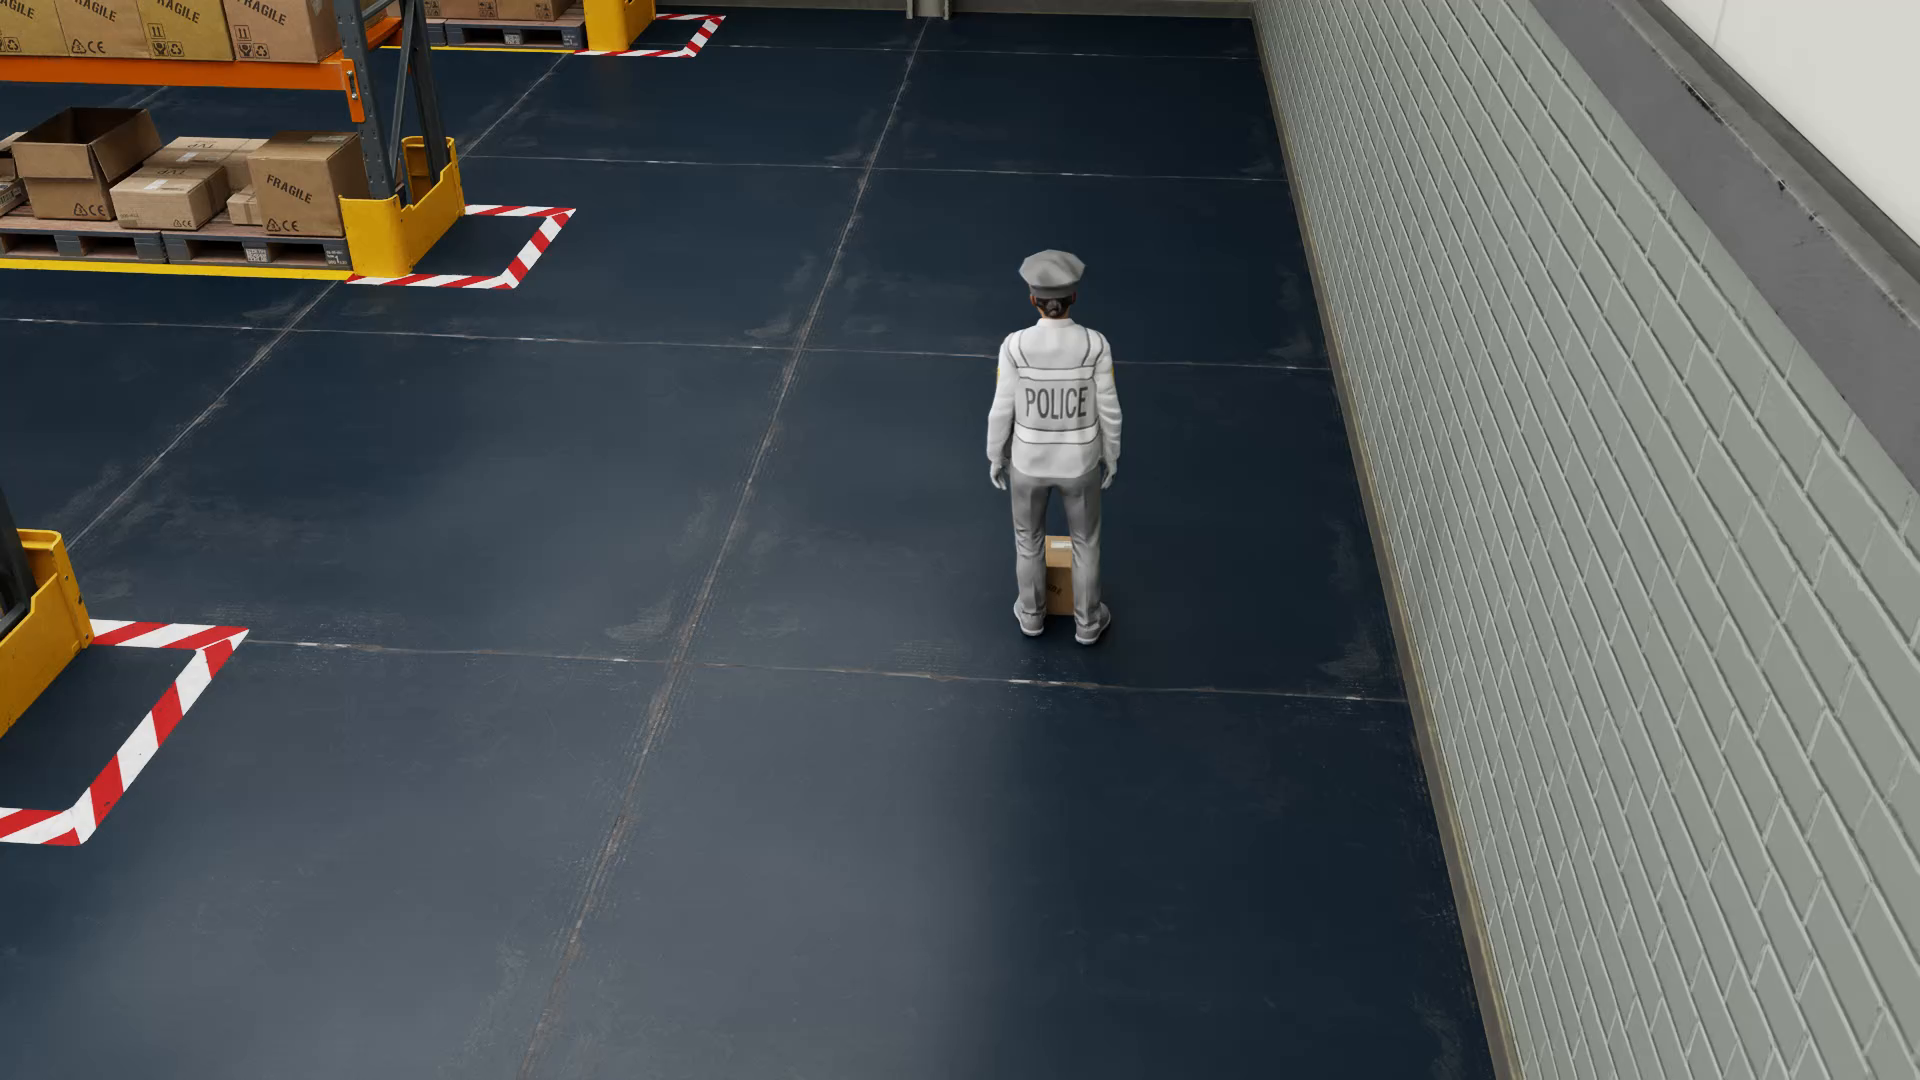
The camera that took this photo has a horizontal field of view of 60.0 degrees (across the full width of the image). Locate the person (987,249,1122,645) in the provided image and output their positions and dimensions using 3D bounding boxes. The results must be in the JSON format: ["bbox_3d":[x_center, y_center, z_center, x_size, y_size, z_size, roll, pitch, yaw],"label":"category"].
[{"bbox_3d":[0.375,-0.327,6.654,0.539,1.662,0.415,1,32,1],"label":"person"}]
